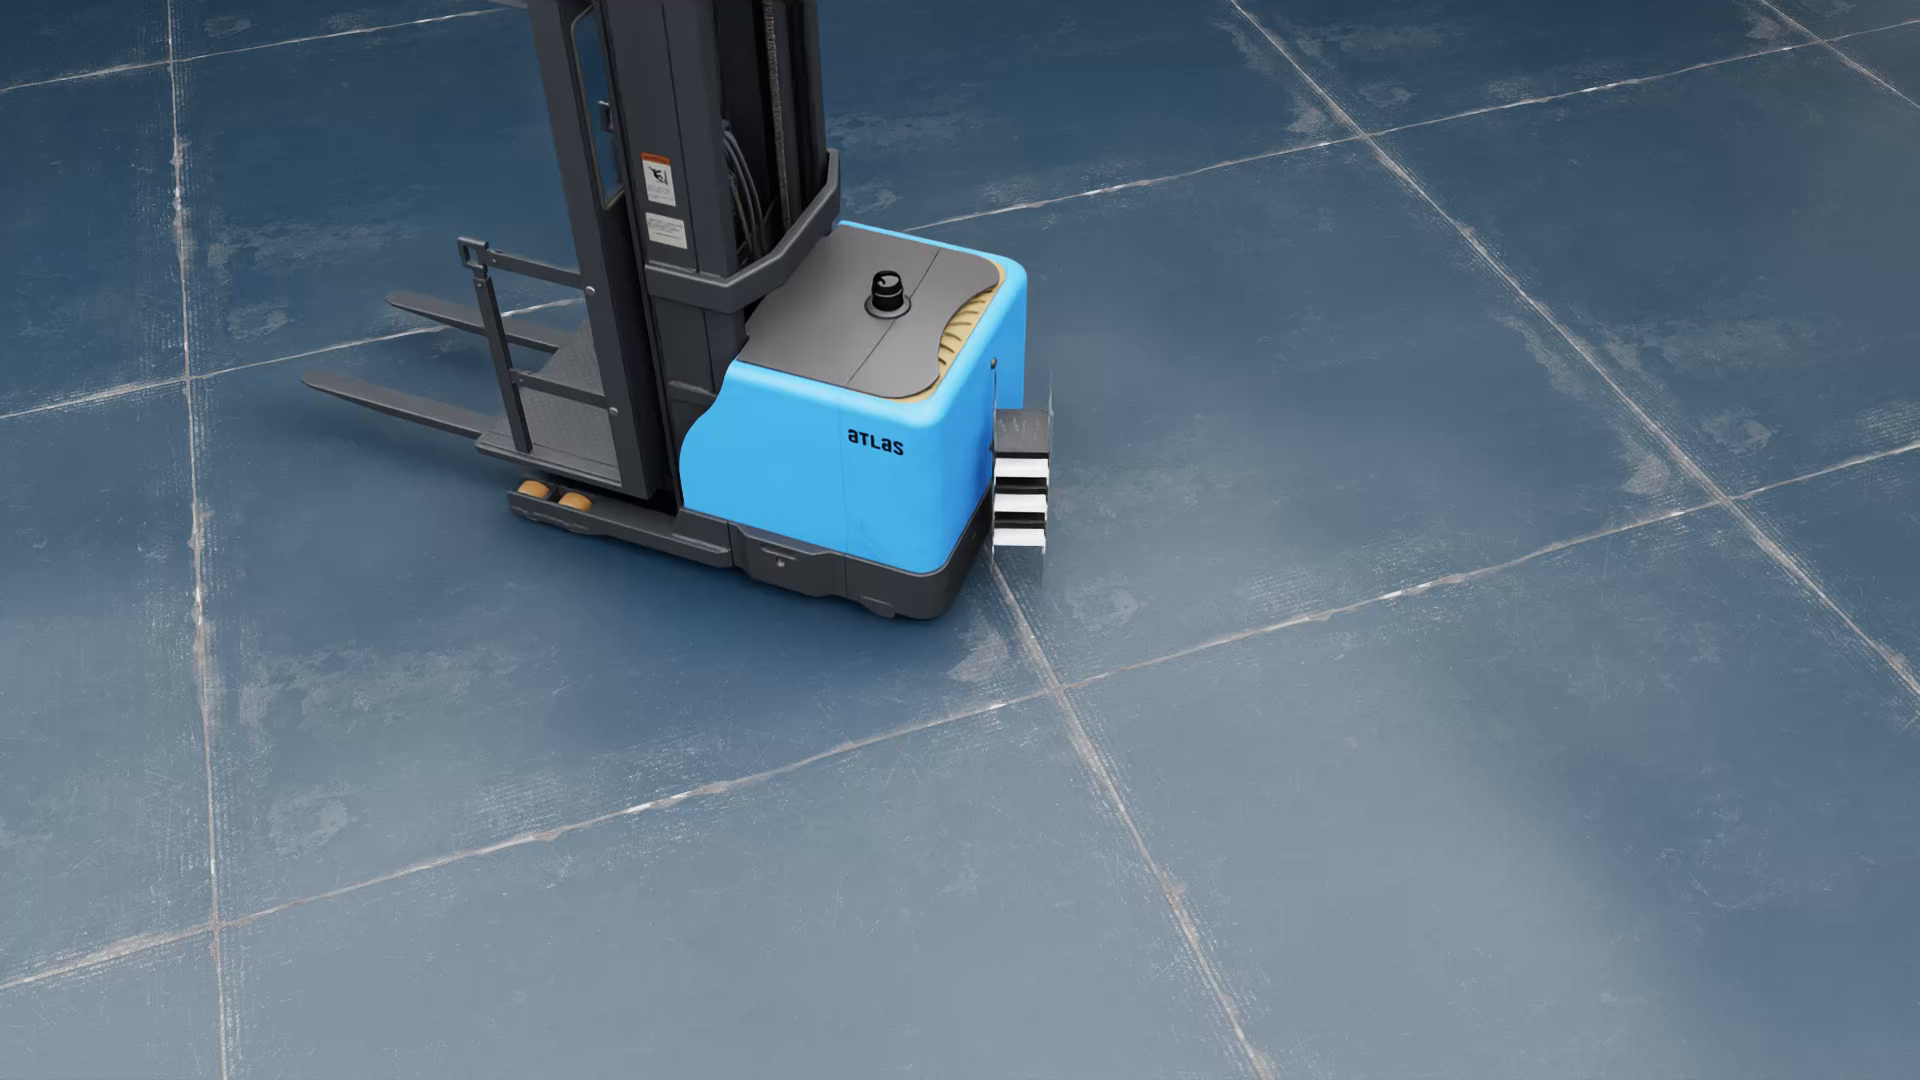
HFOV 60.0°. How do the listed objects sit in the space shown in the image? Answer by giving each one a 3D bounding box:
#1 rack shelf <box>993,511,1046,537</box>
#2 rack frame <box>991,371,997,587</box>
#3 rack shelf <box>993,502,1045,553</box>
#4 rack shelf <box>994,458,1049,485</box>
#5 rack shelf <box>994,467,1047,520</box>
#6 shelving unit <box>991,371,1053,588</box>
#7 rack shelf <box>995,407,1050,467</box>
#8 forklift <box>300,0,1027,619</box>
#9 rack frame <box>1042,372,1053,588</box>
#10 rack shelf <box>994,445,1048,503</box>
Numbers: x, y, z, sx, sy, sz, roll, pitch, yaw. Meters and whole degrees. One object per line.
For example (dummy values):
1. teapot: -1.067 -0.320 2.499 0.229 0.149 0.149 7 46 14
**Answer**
1. rack shelf: 0.230 -0.128 6.416 0.200 0.077 0.258 1 45 1
2. rack frame: 0.128 -0.217 6.331 0.006 0.900 0.240 1 45 1
3. rack shelf: 0.230 -0.065 6.480 0.200 0.077 0.258 1 45 1
4. rack shelf: 0.230 -0.319 6.225 0.200 0.077 0.258 1 45 1
5. rack shelf: 0.230 -0.192 6.353 0.200 0.077 0.258 1 45 1
6. shelving unit: 0.230 -0.215 6.329 0.210 0.900 0.258 1 45 1
7. rack shelf: 0.230 -0.382 6.161 0.200 0.077 0.258 1 45 1
8. forklift: -1.301 -1.396 6.072 3.031 2.935 1.130 16 47 15
9. rack frame: 0.332 -0.214 6.328 0.006 0.900 0.240 1 45 1
10. rack shelf: 0.230 -0.255 6.289 0.200 0.077 0.258 1 45 1
